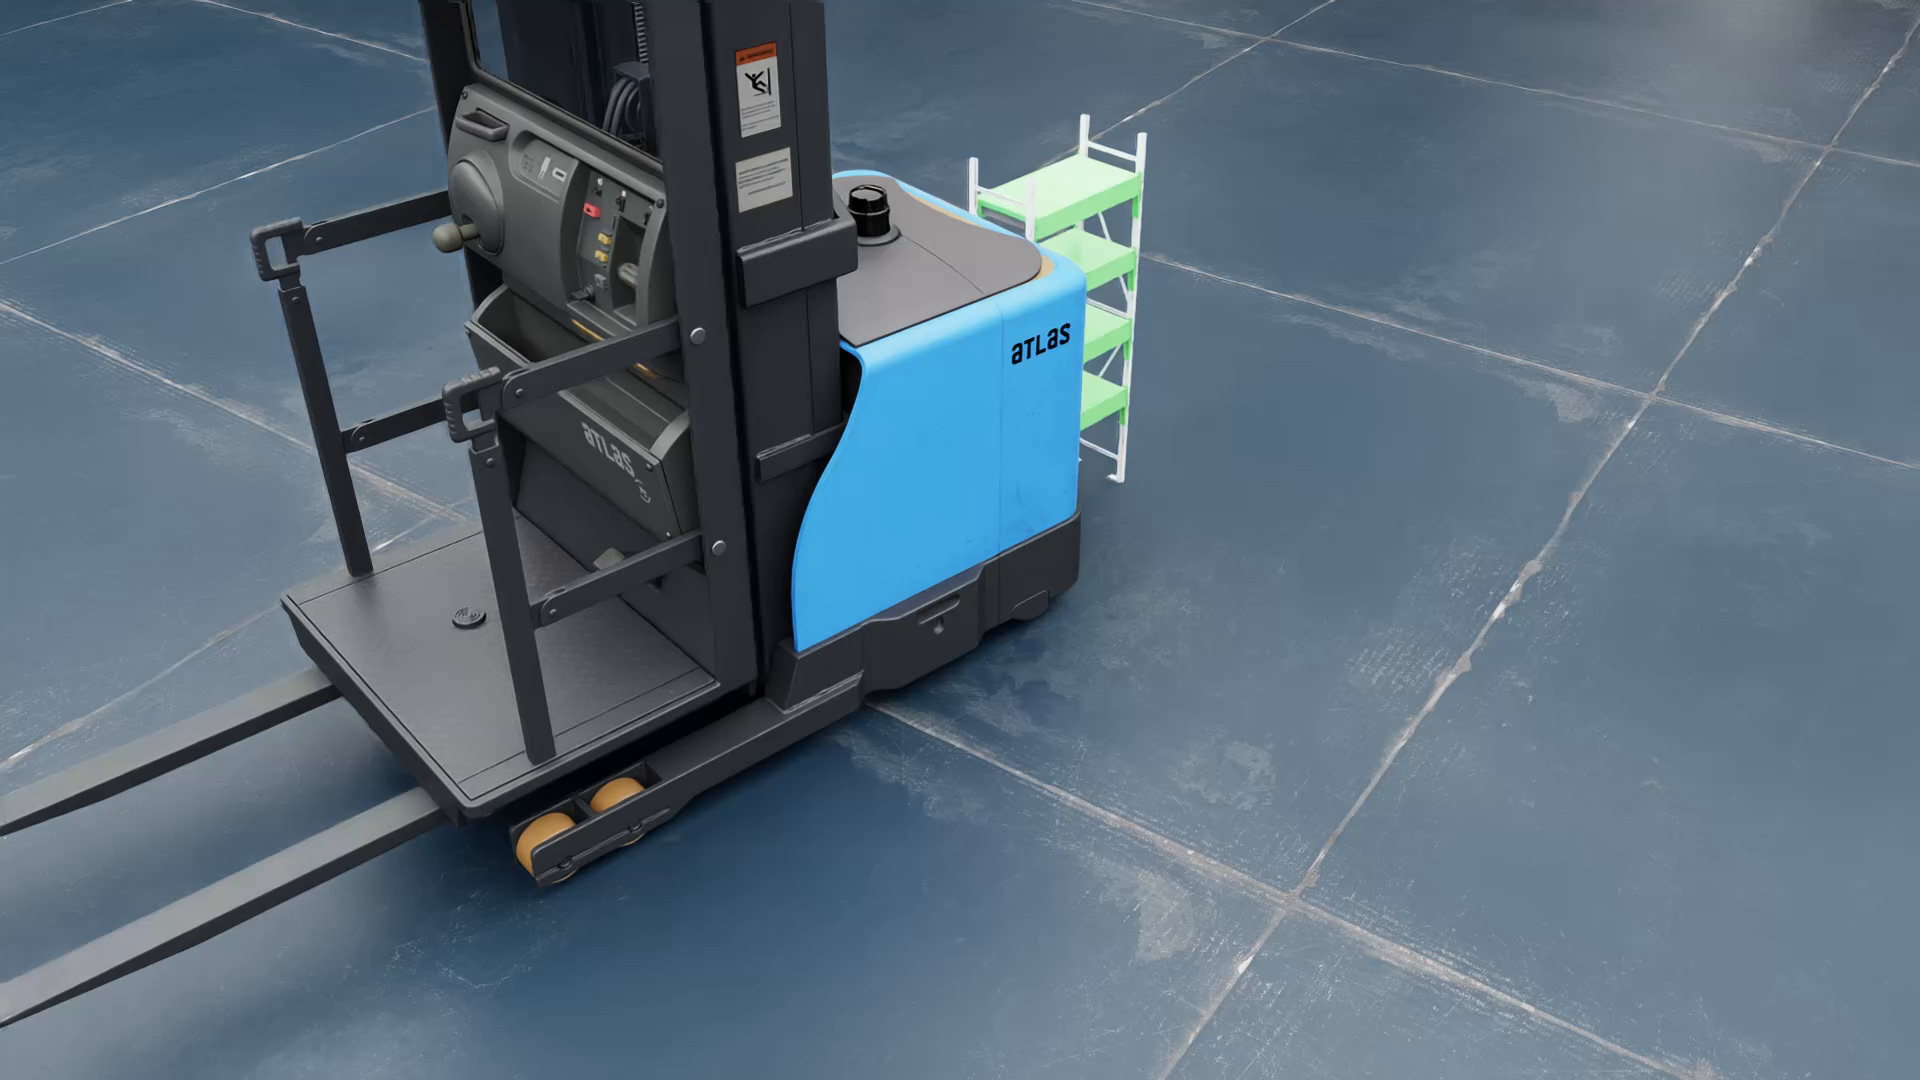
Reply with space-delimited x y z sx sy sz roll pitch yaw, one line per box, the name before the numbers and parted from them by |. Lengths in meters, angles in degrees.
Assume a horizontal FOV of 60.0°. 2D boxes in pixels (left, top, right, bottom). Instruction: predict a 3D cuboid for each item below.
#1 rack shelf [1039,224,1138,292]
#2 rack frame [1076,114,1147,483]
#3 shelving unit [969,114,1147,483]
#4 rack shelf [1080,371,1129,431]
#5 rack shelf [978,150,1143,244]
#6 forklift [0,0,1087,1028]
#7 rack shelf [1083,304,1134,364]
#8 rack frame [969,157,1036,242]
rack shelf | 0.286 -0.782 5.021 0.258 0.148 0.480 28 43 35
rack frame | 0.455 -0.735 5.266 0.240 1.200 0.015 28 43 35
shelving unit | 0.286 -0.636 5.120 0.258 1.200 0.503 28 43 35
rack shelf | 0.286 -0.385 5.290 0.258 0.148 0.480 28 43 35
rack shelf | 0.286 -0.981 4.887 0.258 0.148 0.480 28 43 35
forklift | -1.092 -0.718 3.696 3.031 2.935 1.130 -26 42 -33
rack shelf | 0.286 -0.583 5.156 0.258 0.148 0.480 28 43 35
rack frame | 0.118 -0.538 4.974 0.240 1.200 0.015 28 43 35
